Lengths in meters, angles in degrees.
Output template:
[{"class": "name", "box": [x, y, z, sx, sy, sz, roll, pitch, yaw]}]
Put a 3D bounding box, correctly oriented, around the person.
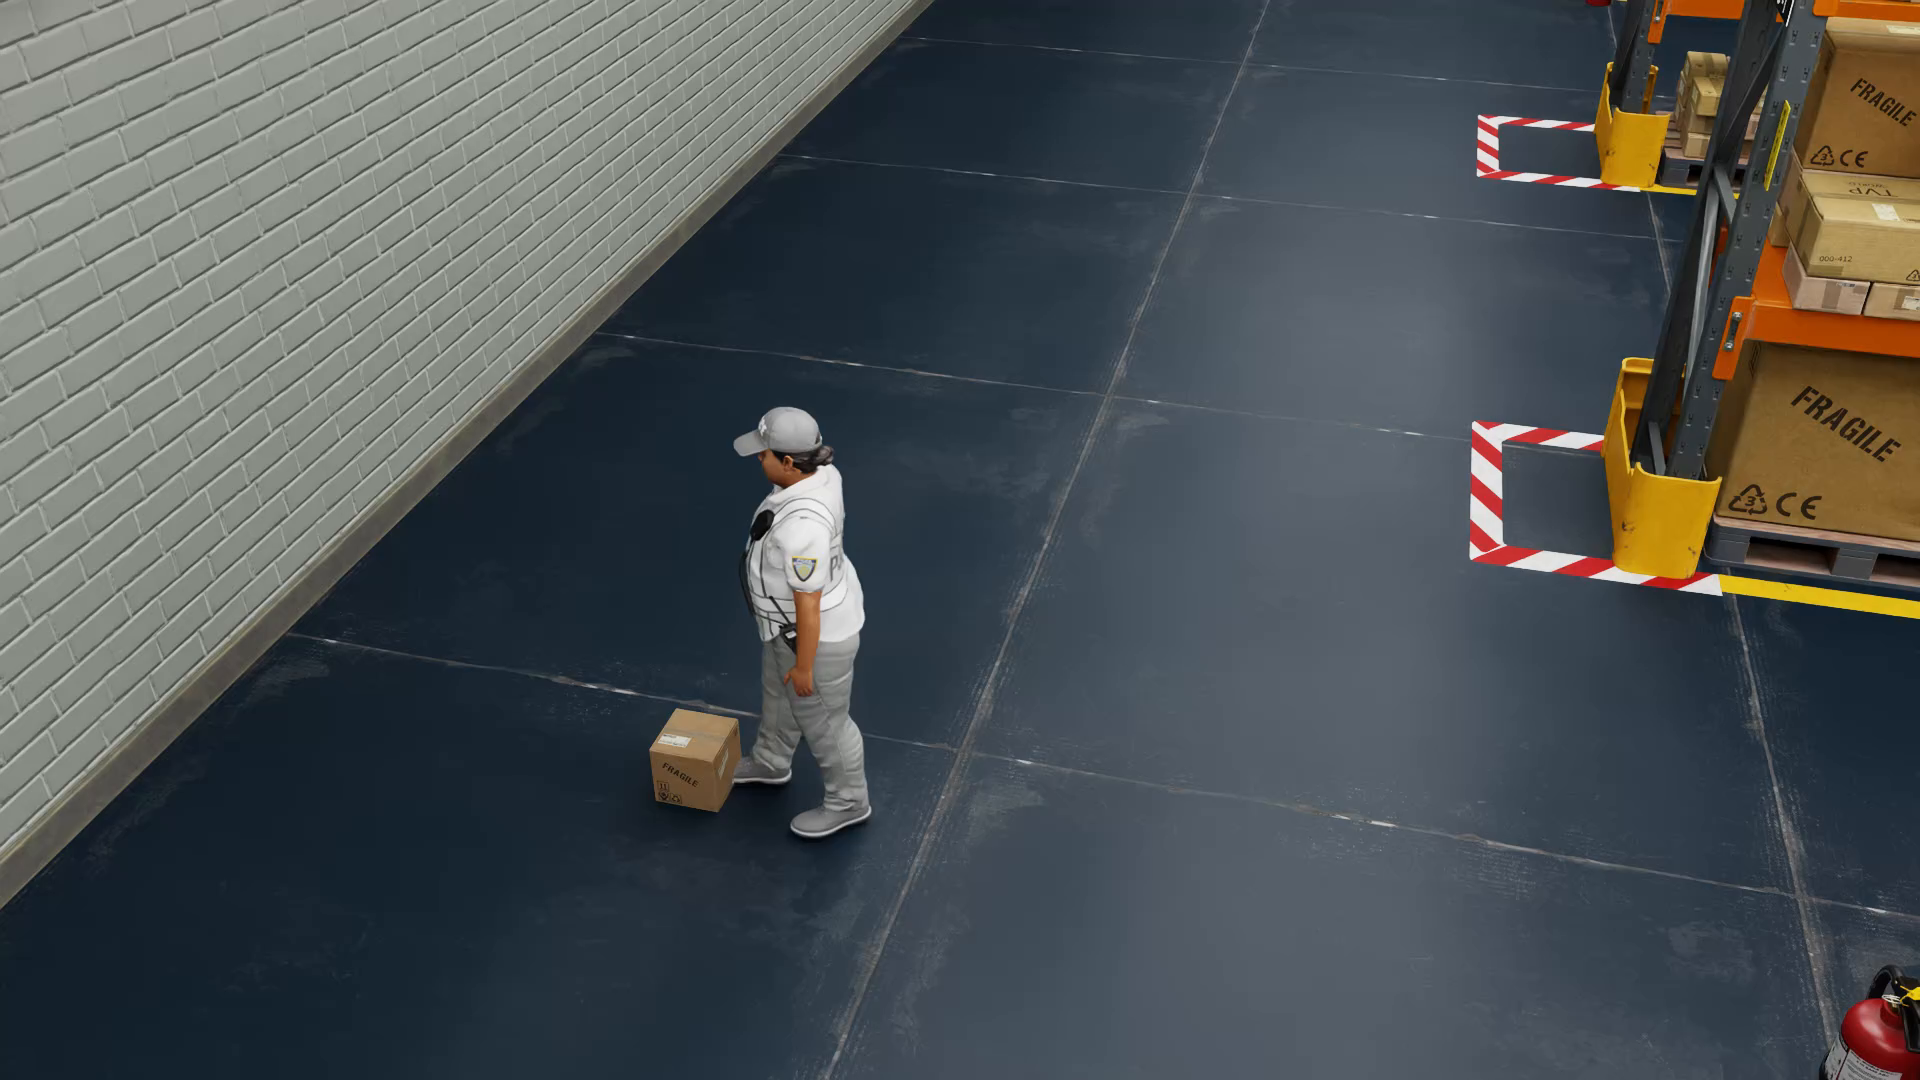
[{"class": "person", "box": [-0.620, 0.291, 5.672, 0.597, 1.657, 0.509, -2, 33, -2]}]
